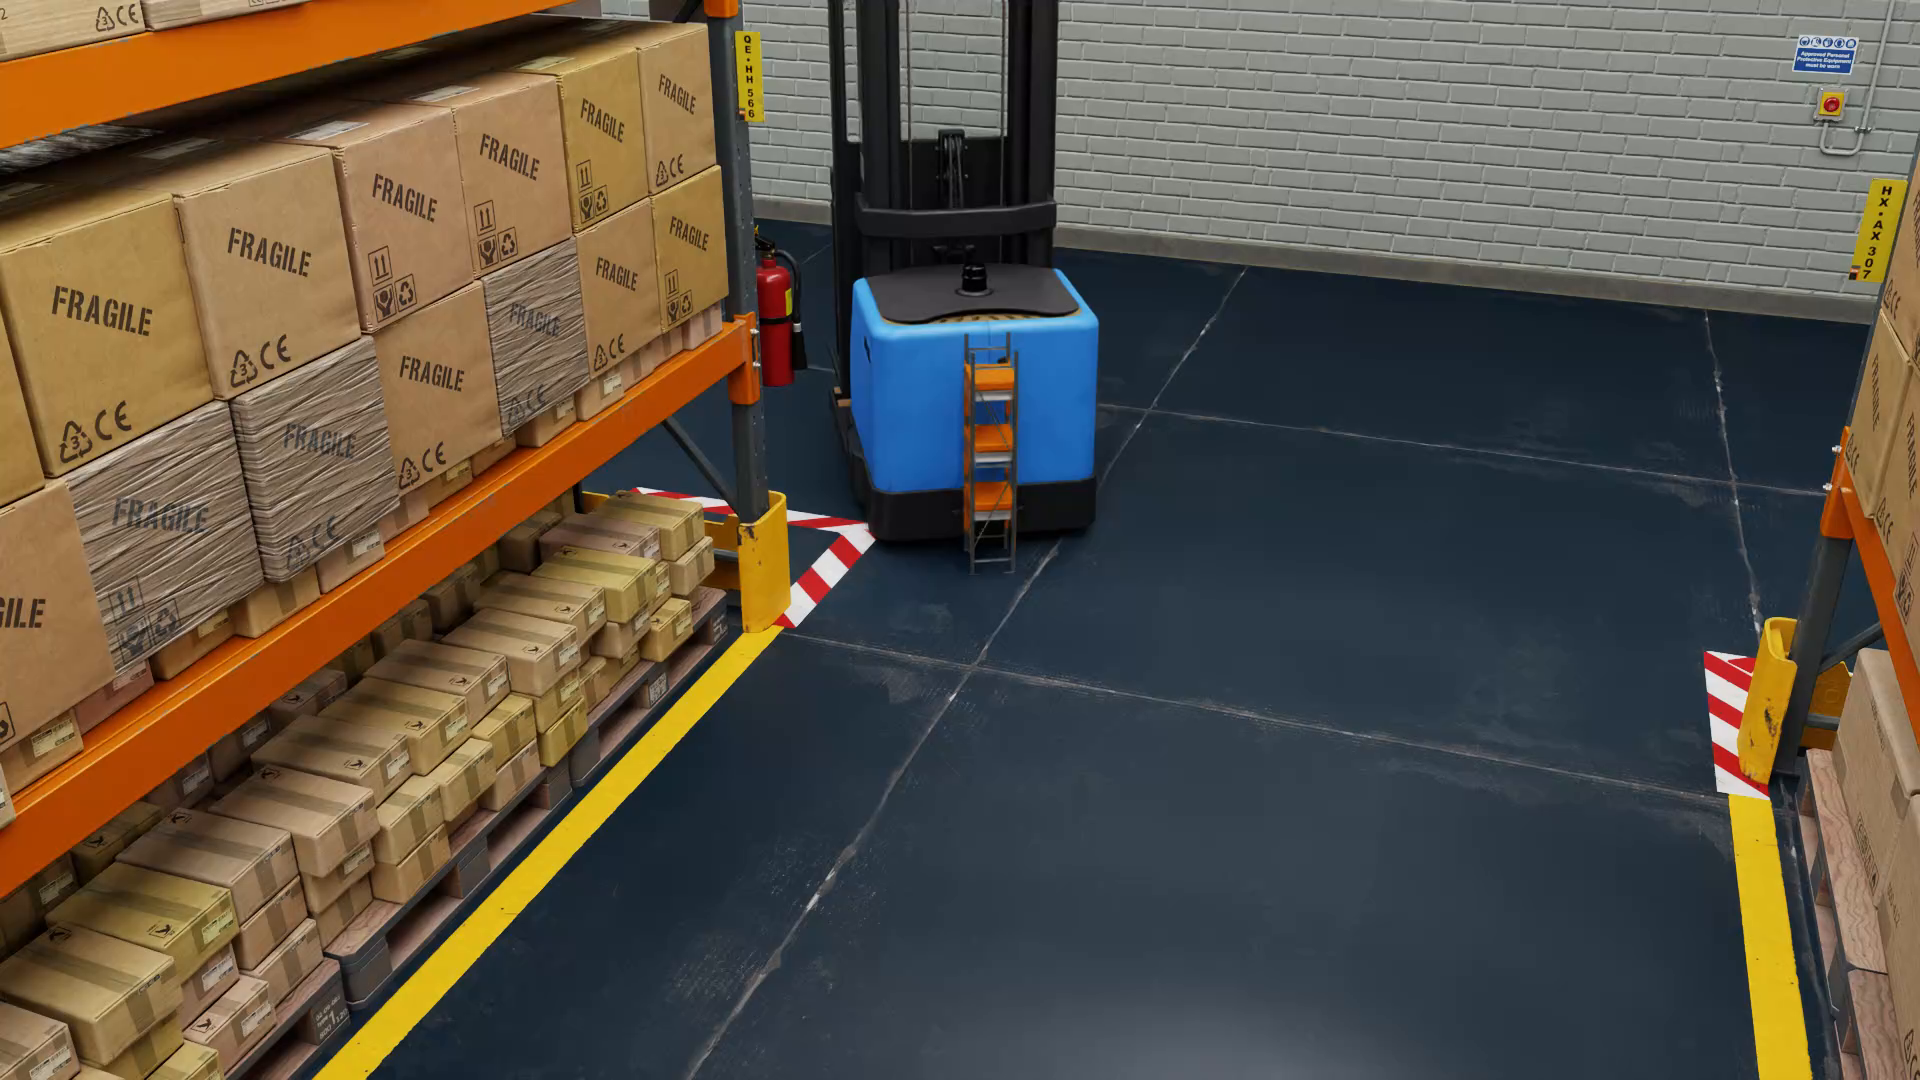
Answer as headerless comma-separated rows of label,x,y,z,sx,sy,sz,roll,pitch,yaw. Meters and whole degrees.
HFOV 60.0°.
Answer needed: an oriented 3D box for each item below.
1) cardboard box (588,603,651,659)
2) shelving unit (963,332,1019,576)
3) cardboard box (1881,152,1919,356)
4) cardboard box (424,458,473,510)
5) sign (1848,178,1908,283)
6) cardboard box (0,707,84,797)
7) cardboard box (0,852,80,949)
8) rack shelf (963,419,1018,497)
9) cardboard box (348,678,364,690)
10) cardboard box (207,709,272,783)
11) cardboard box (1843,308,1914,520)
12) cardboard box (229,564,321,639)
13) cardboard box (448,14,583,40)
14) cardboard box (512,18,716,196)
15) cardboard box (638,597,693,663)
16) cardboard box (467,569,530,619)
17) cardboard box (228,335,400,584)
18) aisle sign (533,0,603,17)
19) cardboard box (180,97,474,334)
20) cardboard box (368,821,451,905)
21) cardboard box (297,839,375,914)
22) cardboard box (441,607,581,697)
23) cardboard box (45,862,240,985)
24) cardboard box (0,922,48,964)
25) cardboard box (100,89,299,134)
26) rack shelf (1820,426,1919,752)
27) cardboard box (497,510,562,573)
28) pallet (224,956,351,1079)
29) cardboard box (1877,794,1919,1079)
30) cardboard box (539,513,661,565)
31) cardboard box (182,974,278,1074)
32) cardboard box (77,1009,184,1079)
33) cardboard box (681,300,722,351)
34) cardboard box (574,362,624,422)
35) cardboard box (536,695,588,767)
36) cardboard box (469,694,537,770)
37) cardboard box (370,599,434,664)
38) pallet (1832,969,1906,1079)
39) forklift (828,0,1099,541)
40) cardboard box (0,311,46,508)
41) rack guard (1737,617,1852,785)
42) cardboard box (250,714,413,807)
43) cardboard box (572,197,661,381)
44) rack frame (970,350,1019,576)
cardboard box,-1.372,0.293,6.151,0.380,0.149,0.250,8,27,15
shelving unit,0.132,-0.371,7.312,0.215,1.050,0.252,-3,26,-6
cardboard box,2.979,-0.802,4.702,0.500,0.500,0.500,8,27,16
cardboard box,-1.721,-0.223,5.057,0.380,0.149,0.250,9,27,18
sign,2.886,-0.971,5.229,0.100,0.325,0.005,9,27,17
cardboard box,-2.207,0.432,3.704,0.380,0.149,0.250,10,27,19
cardboard box,-2.629,0.933,4.488,0.380,0.149,0.250,8,27,17
rack shelf,0.132,-0.361,7.316,0.215,0.259,0.240,-3,26,-6
cardboard box,-2.091,0.547,5.627,0.380,0.149,0.250,10,28,20
cardboard box,-2.388,0.600,5.175,0.380,0.149,0.250,8,27,16
cardboard box,2.977,-0.352,4.921,0.500,0.500,0.500,9,27,17
cardboard box,-1.926,0.110,4.370,0.380,0.149,0.250,9,27,18
cardboard box,-1.694,-1.622,6.055,0.500,0.500,0.500,9,27,17
cardboard box,-1.212,-1.544,5.893,0.500,0.500,0.500,8,27,16
cardboard box,-1.263,0.322,6.433,0.380,0.149,0.250,10,27,19
cardboard box,-1.853,0.217,6.308,0.380,0.149,0.250,9,27,18
cardboard box,-1.864,-0.247,4.363,0.500,0.500,0.500,8,27,16
aisle sign,-1.553,-2.383,6.246,0.394,0.787,0.004,9,27,17
cardboard box,-1.718,-0.903,4.569,0.500,0.500,0.500,8,27,16
cardboard box,-1.808,0.957,5.122,0.380,0.149,0.250,8,27,16
cardboard box,-1.950,0.920,4.856,0.380,0.149,0.250,10,28,20
cardboard box,-1.519,0.377,5.636,0.380,0.149,0.250,10,28,19
cardboard box,-2.130,1.004,4.342,0.380,0.149,0.250,8,27,17
cardboard box,-2.670,1.064,4.559,0.380,0.149,0.250,8,27,16
cardboard box,-2.217,-0.993,4.756,0.500,0.500,0.500,8,27,16
rack shelf,2.741,0.683,3.723,1.077,0.370,4.000,9,27,17
cardboard box,-1.768,-0.016,6.448,0.380,0.149,0.250,9,27,18
pallet,-2.436,1.479,4.454,1.003,0.211,1.213,9,27,17
cardboard box,2.985,1.164,4.361,0.875,0.438,0.875,9,27,19
cardboard box,-1.370,0.036,6.339,0.380,0.149,0.250,9,27,18
cardboard box,-2.079,1.277,4.461,0.380,0.149,0.250,9,27,17
cardboard box,-2.204,1.245,4.184,0.380,0.149,0.250,9,27,18
cardboard box,-1.137,-0.851,6.354,0.380,0.149,0.250,9,27,18
cardboard box,-1.387,-0.541,5.713,0.380,0.149,0.250,9,27,19
cardboard box,-1.528,0.635,5.785,0.380,0.149,0.250,8,27,15
cardboard box,-1.635,0.611,5.495,0.380,0.149,0.250,10,28,20
cardboard box,-2.078,0.295,5.804,0.380,0.149,0.250,10,28,19
pallet,2.807,1.632,4.137,1.003,0.211,1.213,9,27,17
forklift,-0.119,-1.930,8.373,1.130,2.935,3.031,-4,26,-9
cardboard box,-2.246,-0.274,3.271,0.500,0.500,0.500,9,27,19
rack guard,3.415,0.652,5.829,1.175,0.500,0.348,9,27,17
cardboard box,-1.891,0.677,5.017,0.380,0.149,0.250,8,27,15
cardboard box,-1.378,-0.885,5.680,0.500,0.500,0.500,8,27,17
rack frame,0.146,-0.318,7.202,0.200,1.050,0.008,-3,26,-6
